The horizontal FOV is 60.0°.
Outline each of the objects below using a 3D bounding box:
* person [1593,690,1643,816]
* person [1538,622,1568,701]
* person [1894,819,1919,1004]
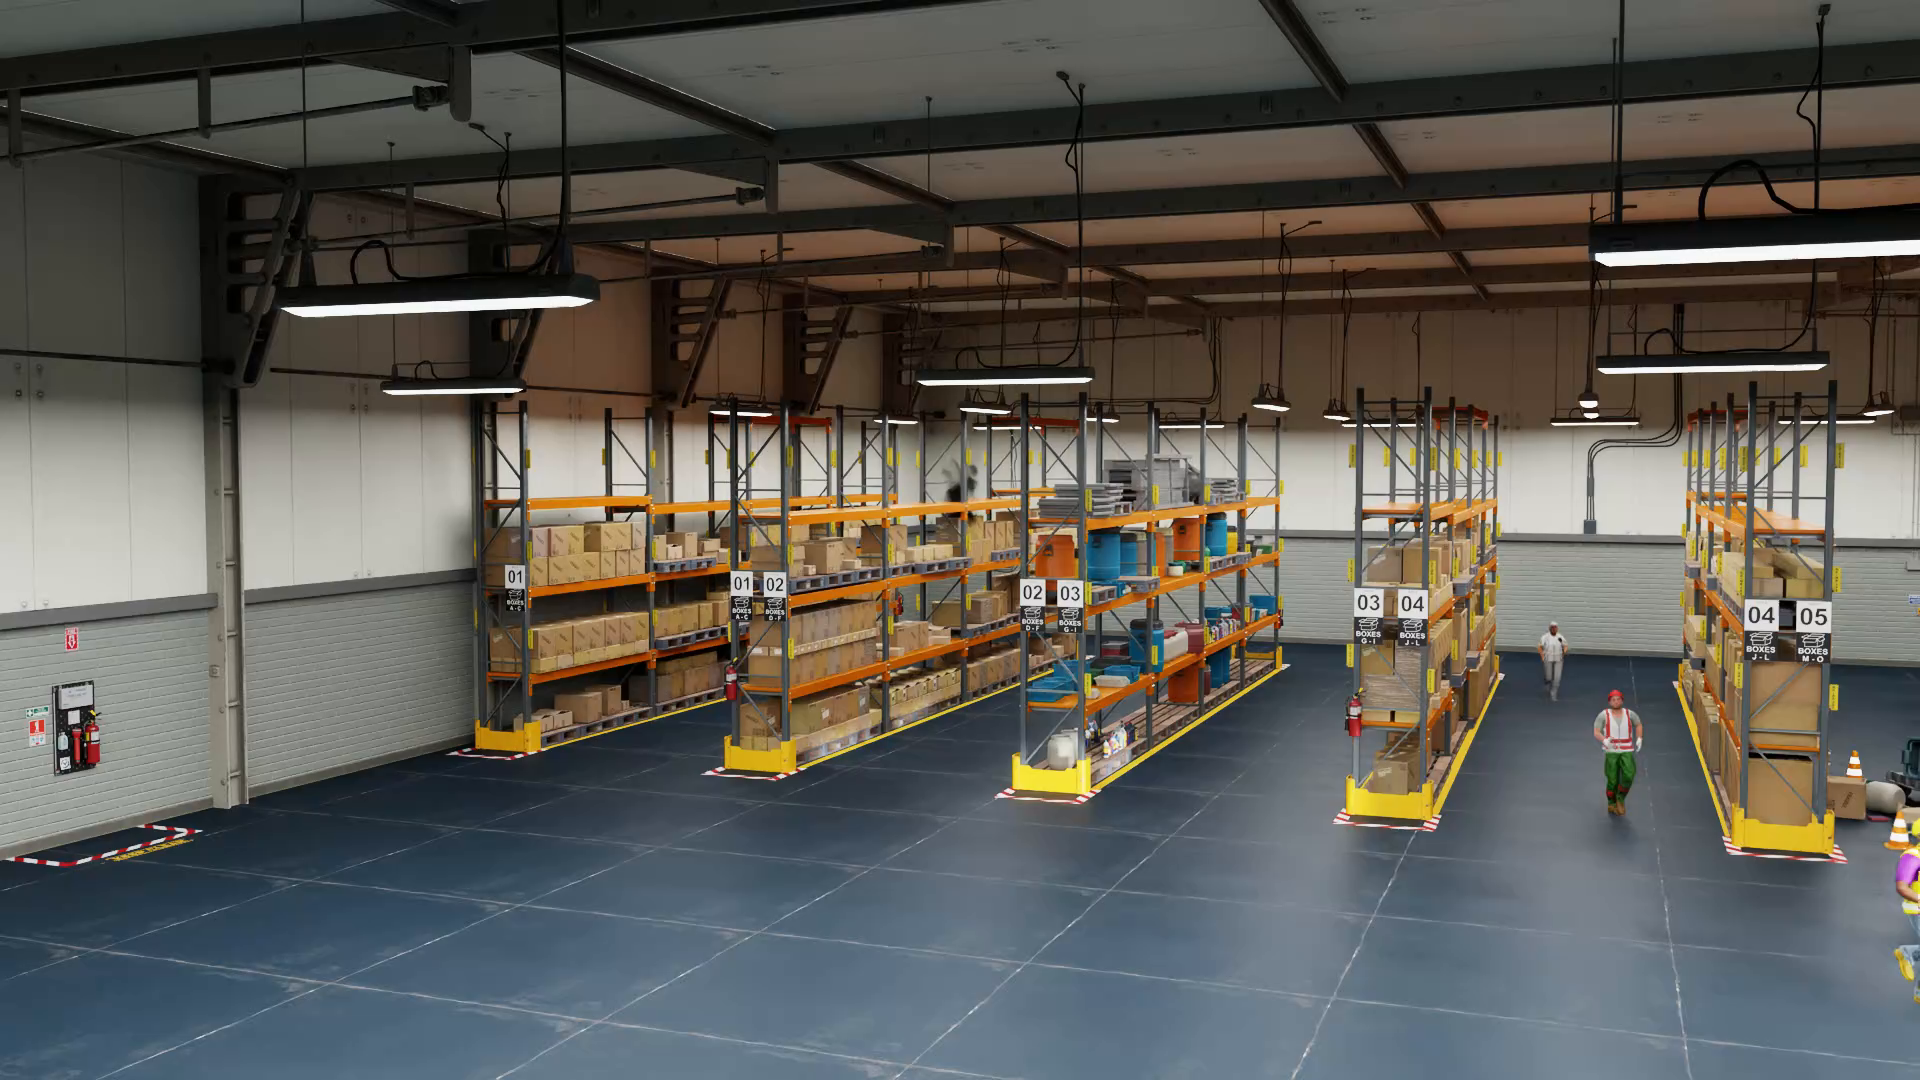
[{"bbox_3d":[9.247,2.984,23.342,0.673,1.751,0.656,1,3,15],"label":"person"},{"bbox_3d":[12.362,2.524,34.655,0.607,1.619,0.541,1,3,12],"label":"person"},{"bbox_3d":[8.849,3.404,15.256,0.736,1.727,0.613,-2,3,-32],"label":"person"}]
